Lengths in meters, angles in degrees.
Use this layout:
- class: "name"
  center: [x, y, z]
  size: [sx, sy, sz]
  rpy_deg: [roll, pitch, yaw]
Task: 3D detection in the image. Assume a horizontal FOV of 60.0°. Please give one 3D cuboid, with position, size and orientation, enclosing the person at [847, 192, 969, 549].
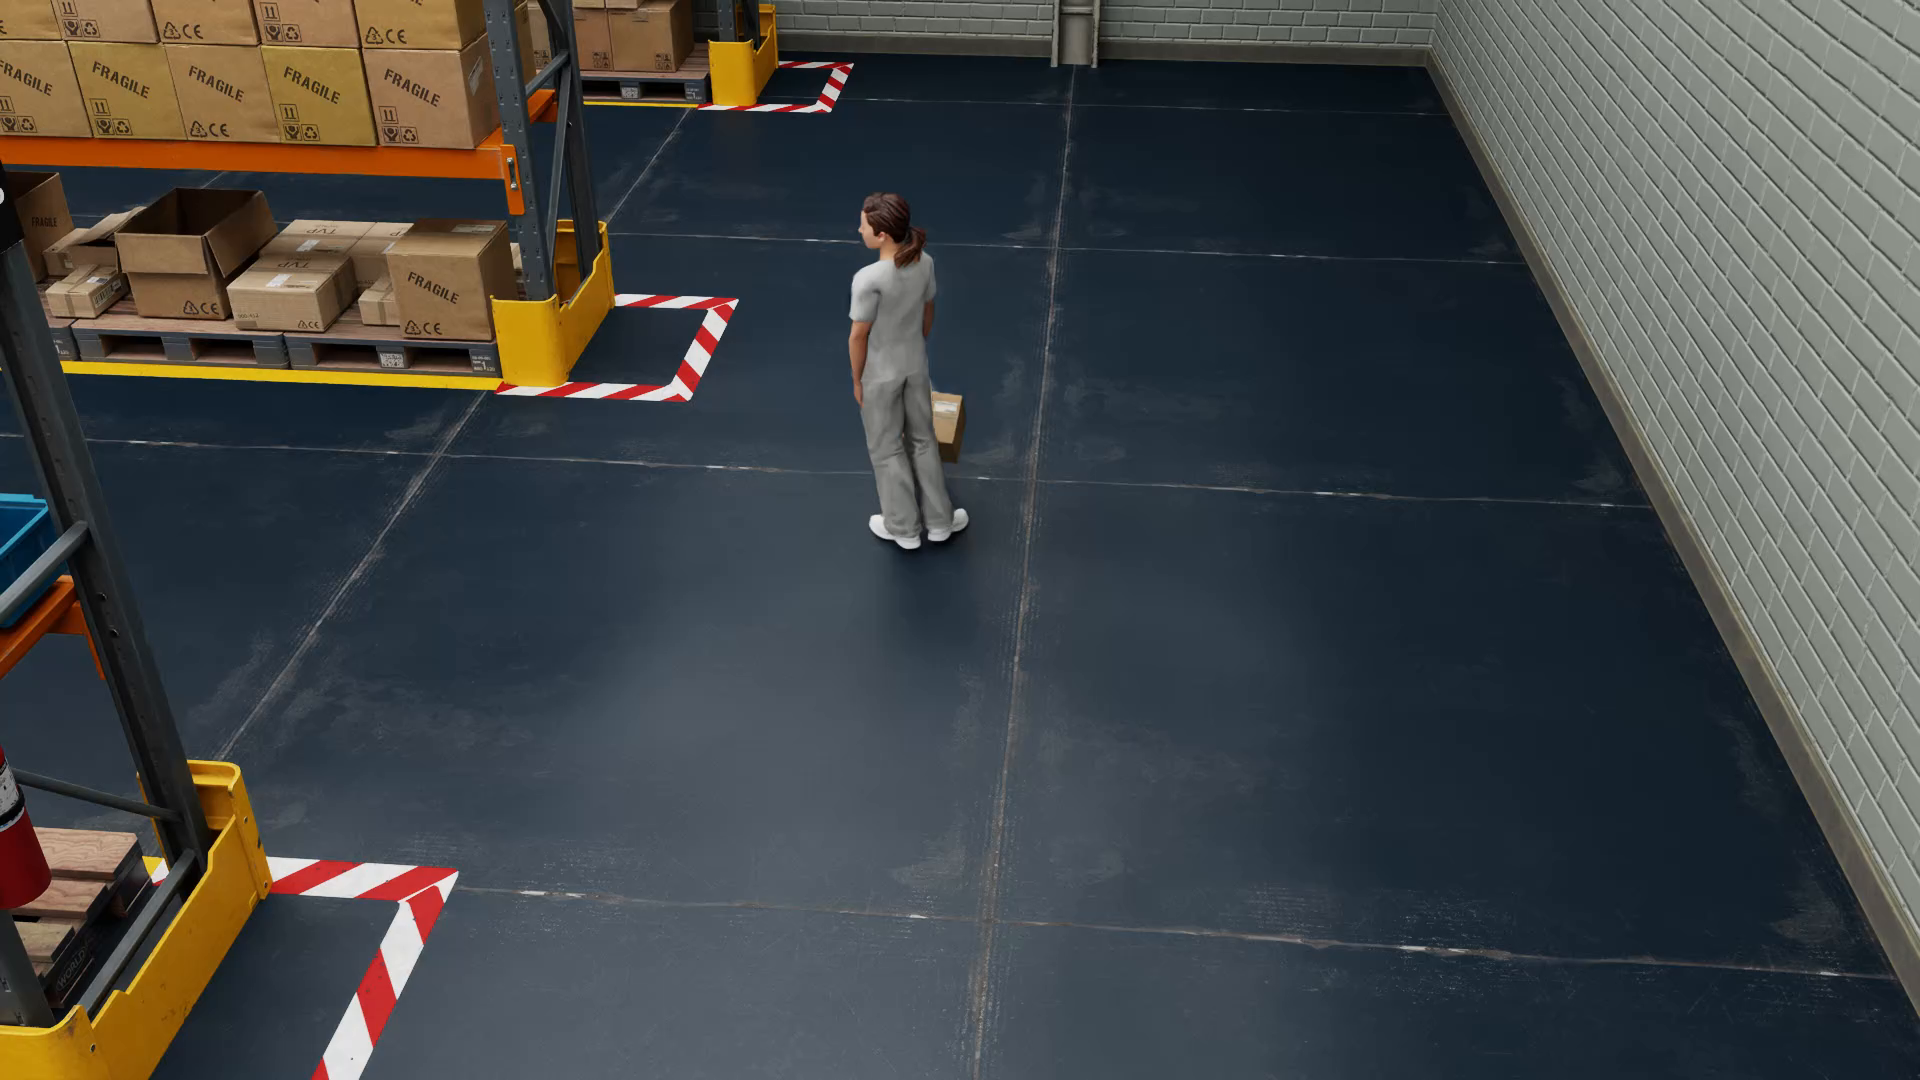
- class: "person"
  center: [-0.238, -0.729, 7.291]
  size: [0.602, 1.657, 0.391]
  rpy_deg: [-23, 39, -32]
